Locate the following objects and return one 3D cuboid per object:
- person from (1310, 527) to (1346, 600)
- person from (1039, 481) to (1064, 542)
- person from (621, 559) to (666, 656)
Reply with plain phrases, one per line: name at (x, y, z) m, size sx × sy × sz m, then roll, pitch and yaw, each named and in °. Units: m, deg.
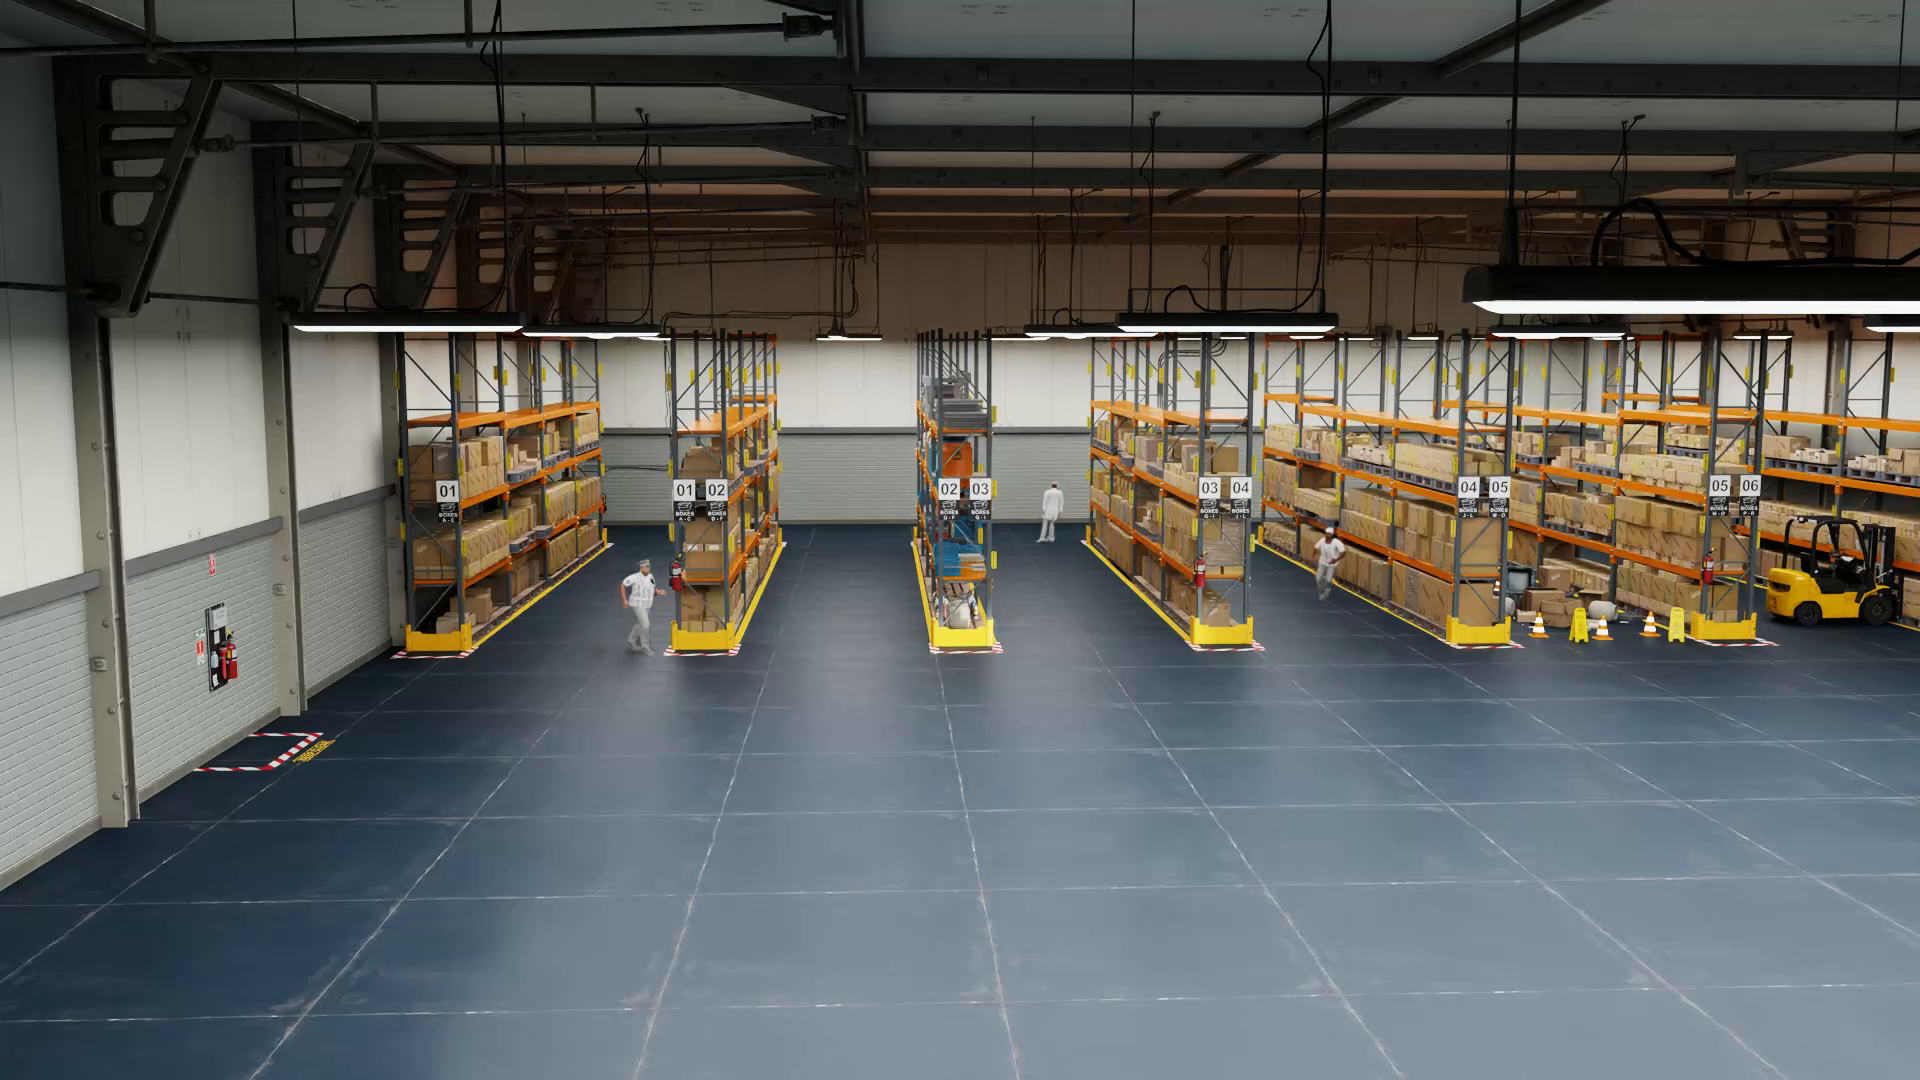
person at (8.240, 0.533, 37.207) m, size 0.778 × 1.666 × 0.491 m, roll 3°, pitch 8°, yaw 27°
person at (2.653, -0.813, 48.236) m, size 0.691 × 1.792 × 0.480 m, roll -2°, pitch 7°, yaw -15°
person at (-5.866, 1.222, 30.684) m, size 0.929 × 1.774 × 0.655 m, roll 4°, pitch 8°, yaw 31°
